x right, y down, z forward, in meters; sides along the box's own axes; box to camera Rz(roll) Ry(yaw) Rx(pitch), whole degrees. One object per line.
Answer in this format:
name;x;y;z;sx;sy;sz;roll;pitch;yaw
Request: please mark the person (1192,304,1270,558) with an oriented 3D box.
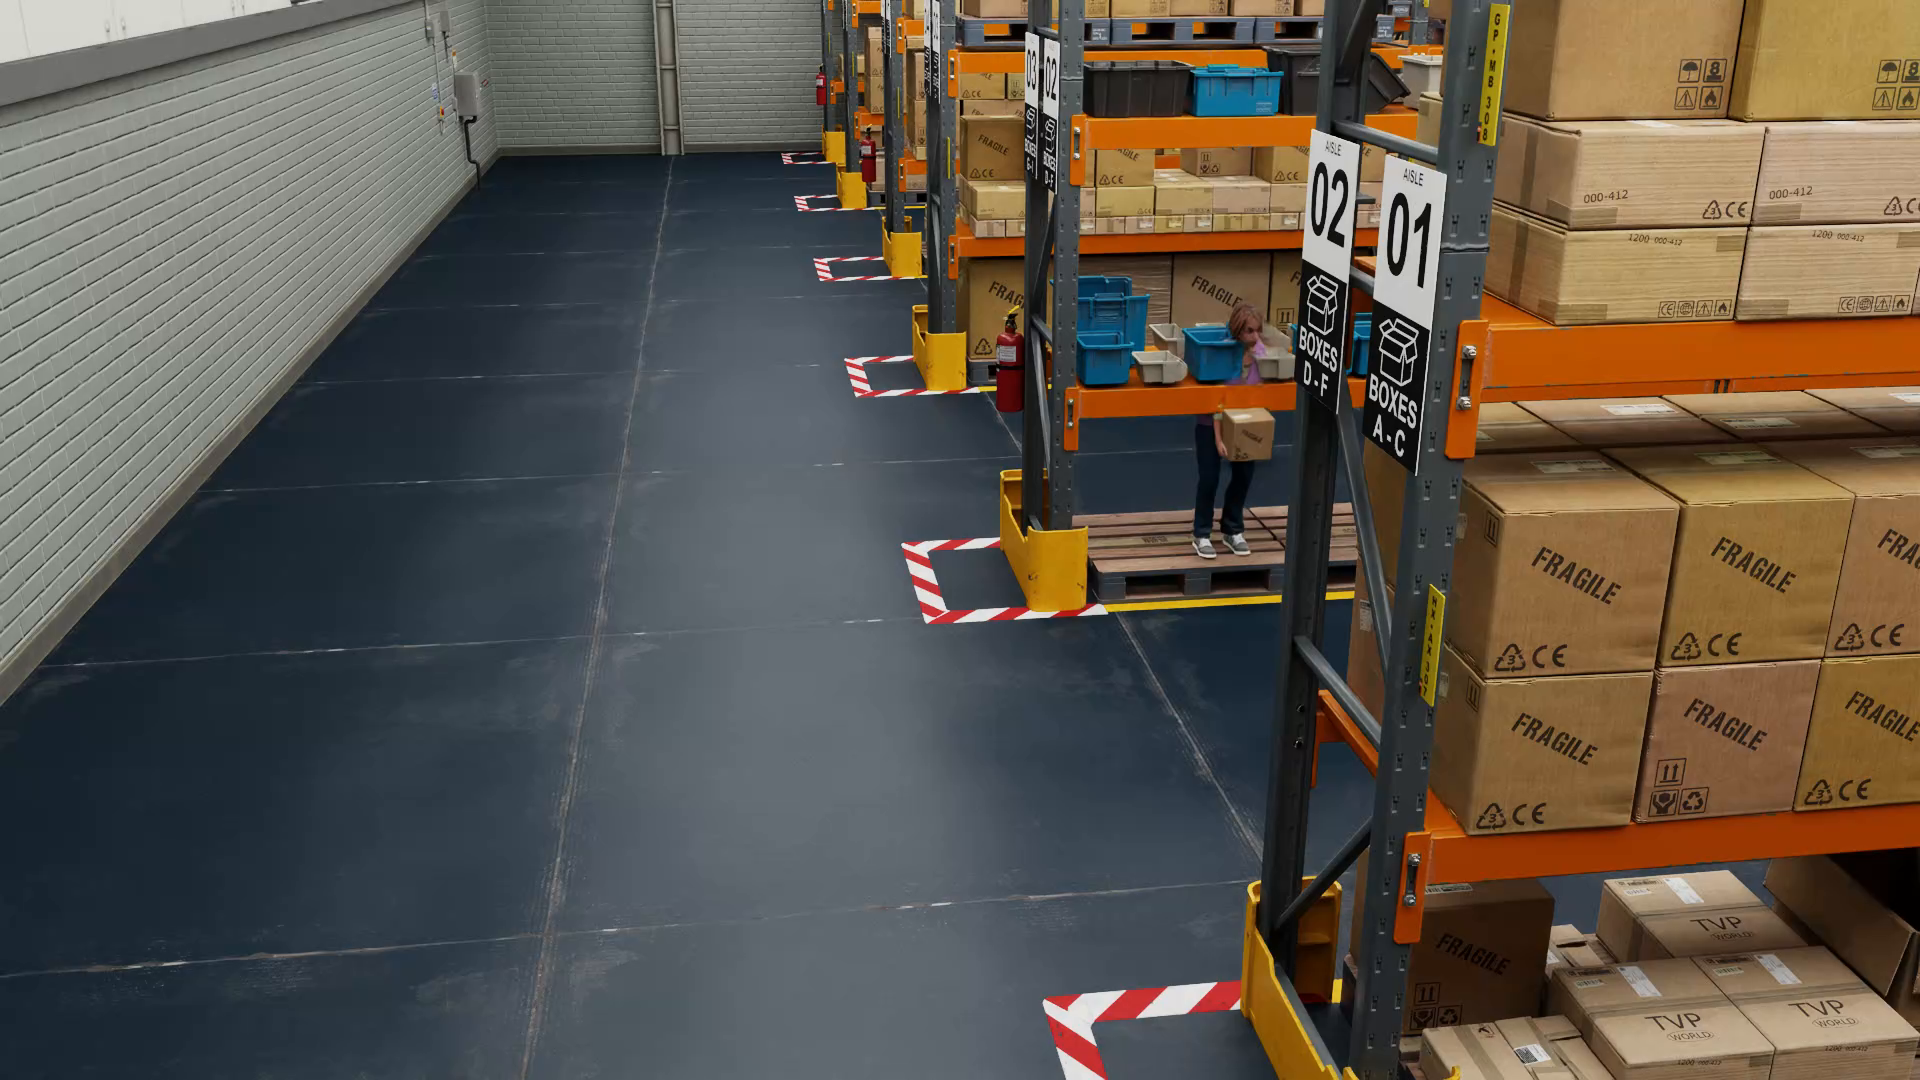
person;1.600;-0.631;9.791;0.372;1.537;0.524;-5;21;-14
